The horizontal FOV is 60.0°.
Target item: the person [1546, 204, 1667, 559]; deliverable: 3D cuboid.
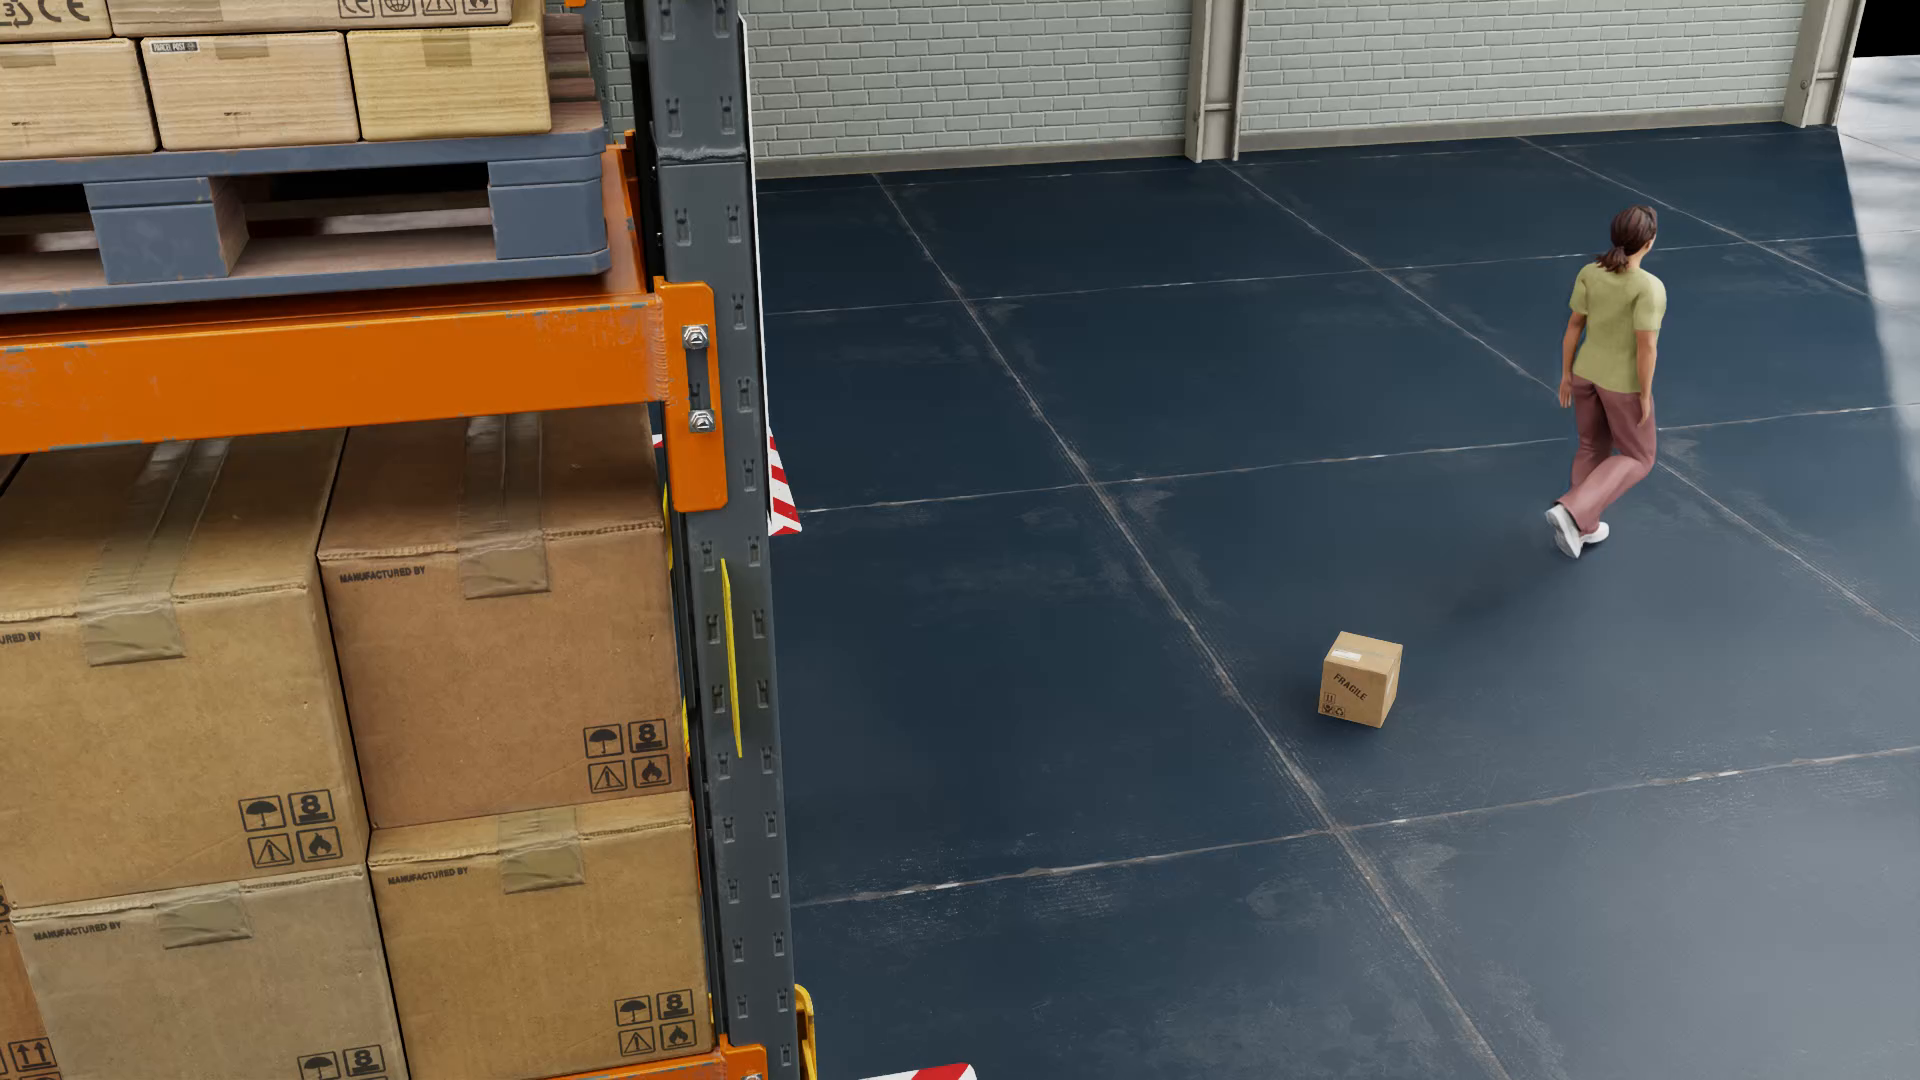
[{"bbox_3d":[2.867,-0.680,7.420,0.594,1.658,0.445,-16,31,-29],"label":"person"}]
